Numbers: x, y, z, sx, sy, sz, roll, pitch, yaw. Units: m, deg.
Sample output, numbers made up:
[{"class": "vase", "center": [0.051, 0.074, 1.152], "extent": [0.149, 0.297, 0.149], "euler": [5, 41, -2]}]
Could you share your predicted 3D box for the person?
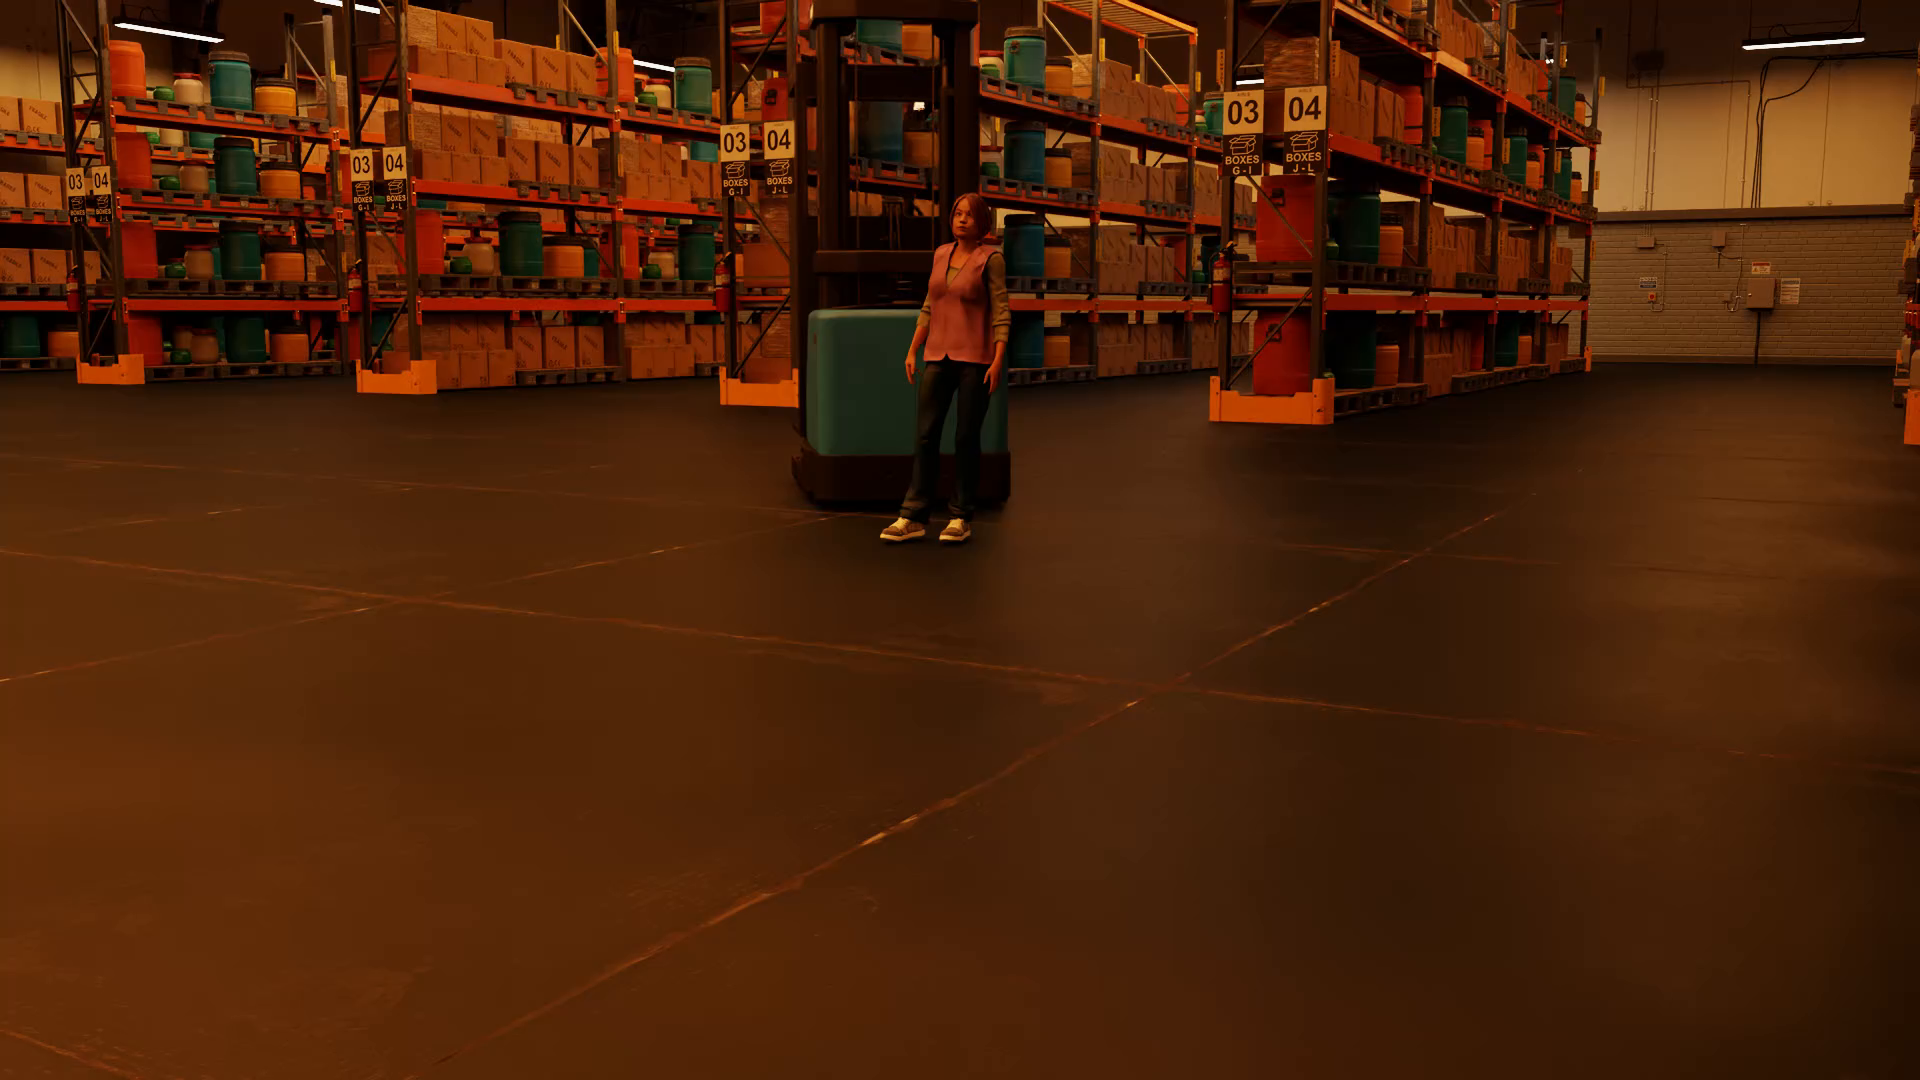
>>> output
[{"class": "person", "center": [-0.048, -0.791, 7.646], "extent": [0.519, 1.598, 0.475], "euler": [4, 9, 29]}]

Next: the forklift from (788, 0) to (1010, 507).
[{"class": "forklift", "center": [-0.466, -1.801, 10.143], "extent": [1.130, 2.935, 3.031], "euler": [-1, 8, -9]}]
